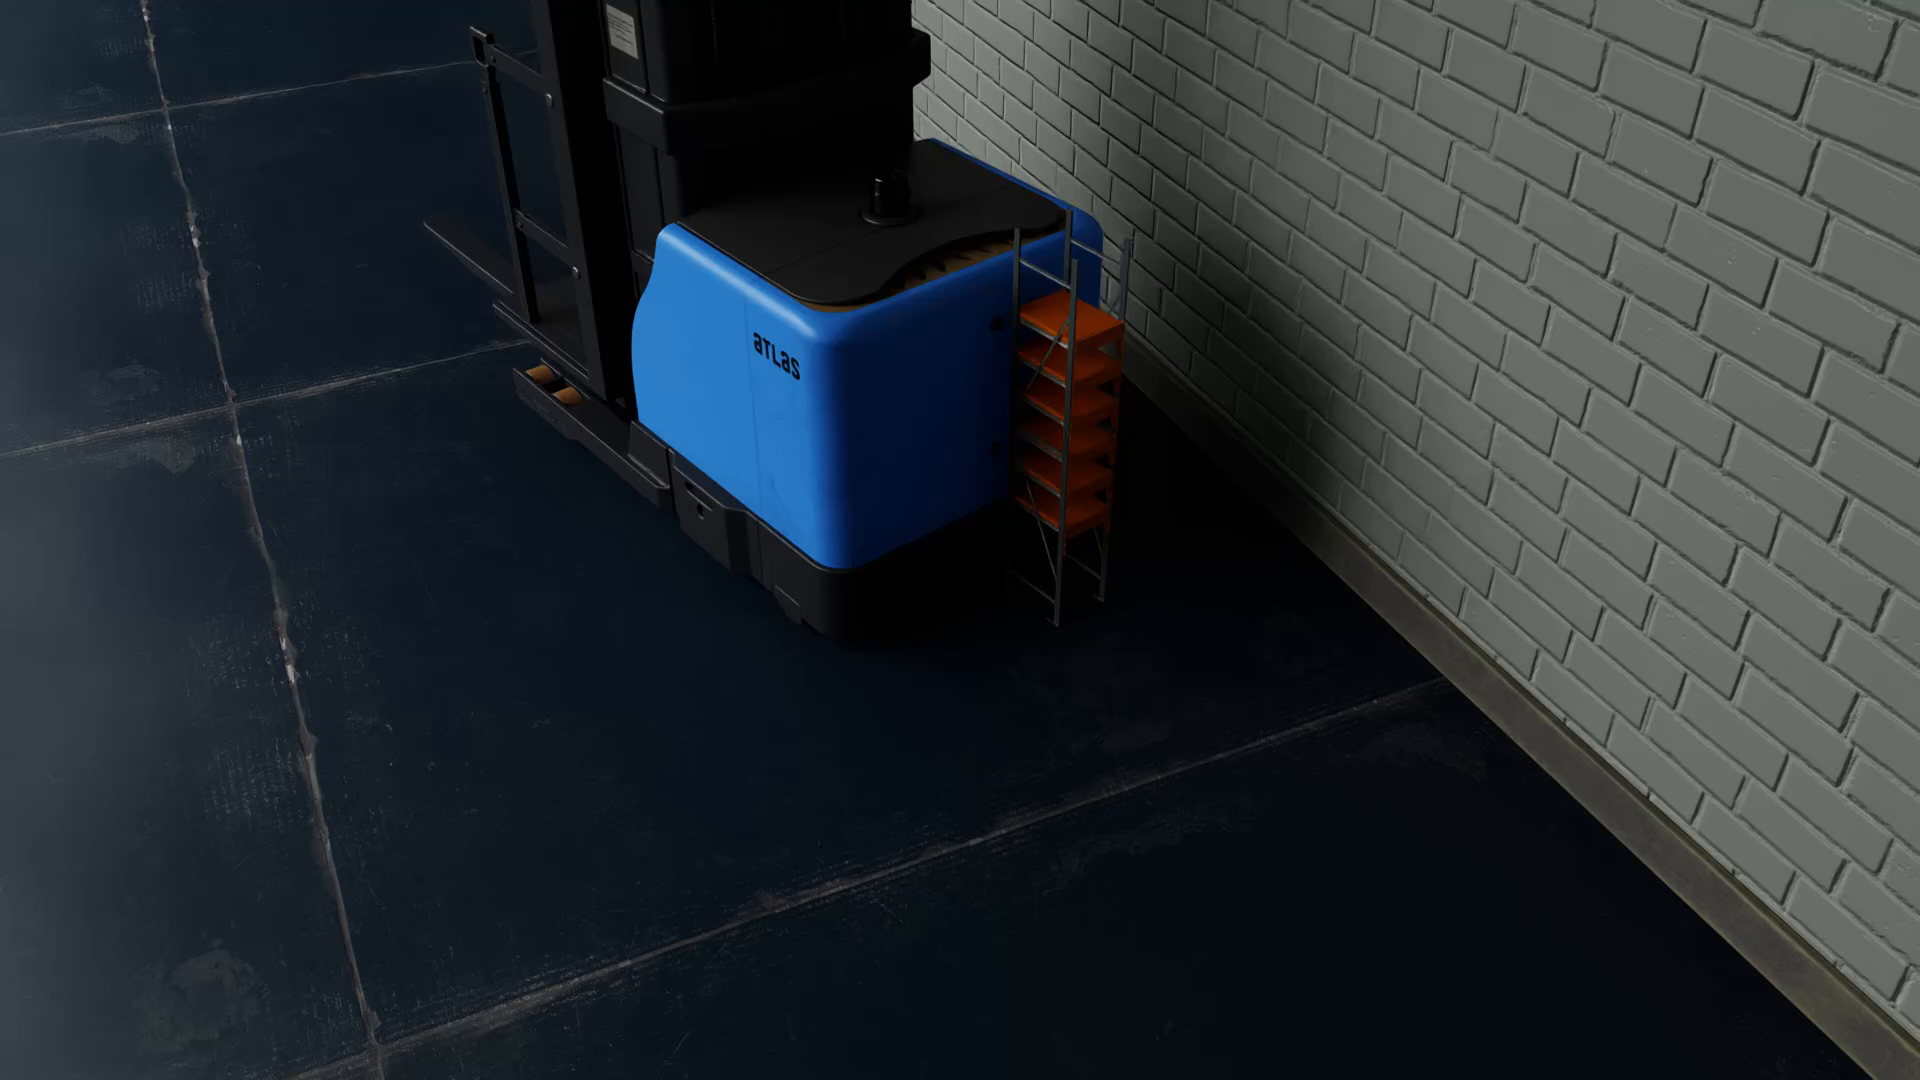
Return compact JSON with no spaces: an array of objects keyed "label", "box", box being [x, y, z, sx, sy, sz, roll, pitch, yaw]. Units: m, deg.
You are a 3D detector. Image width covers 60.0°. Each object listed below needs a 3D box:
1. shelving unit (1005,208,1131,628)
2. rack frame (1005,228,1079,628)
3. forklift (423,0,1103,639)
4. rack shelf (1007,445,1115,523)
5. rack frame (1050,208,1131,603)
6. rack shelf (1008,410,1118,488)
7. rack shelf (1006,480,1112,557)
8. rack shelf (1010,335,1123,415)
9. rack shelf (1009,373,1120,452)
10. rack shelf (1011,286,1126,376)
[{"label":"shelving unit","box":[0.289,-0.312,4.661,0.189,1.200,0.258,-26,44,-31]},{"label":"rack frame","box":[0.218,-0.277,4.614,0.006,1.200,0.240,-26,44,-31]},{"label":"forklift","box":[-0.907,-1.704,5.087,1.130,2.935,3.031,-26,44,-31]},{"label":"rack shelf","box":[0.288,-0.180,4.760,0.180,0.103,0.258,-26,44,-31]},{"label":"rack frame","box":[0.359,-0.347,4.708,0.006,1.200,0.240,-26,44,-31]},{"label":"rack shelf","box":[0.288,-0.276,4.688,0.180,0.103,0.258,-26,44,-31]},{"label":"rack shelf","box":[0.287,-0.084,4.832,0.180,0.103,0.258,-26,44,-31]},{"label":"rack shelf","box":[0.289,-0.468,4.544,0.180,0.103,0.258,-26,44,-31]},{"label":"rack shelf","box":[0.289,-0.372,4.616,0.180,0.103,0.258,-26,44,-31]},{"label":"rack shelf","box":[0.290,-0.564,4.472,0.180,0.103,0.258,-26,44,-31]}]
